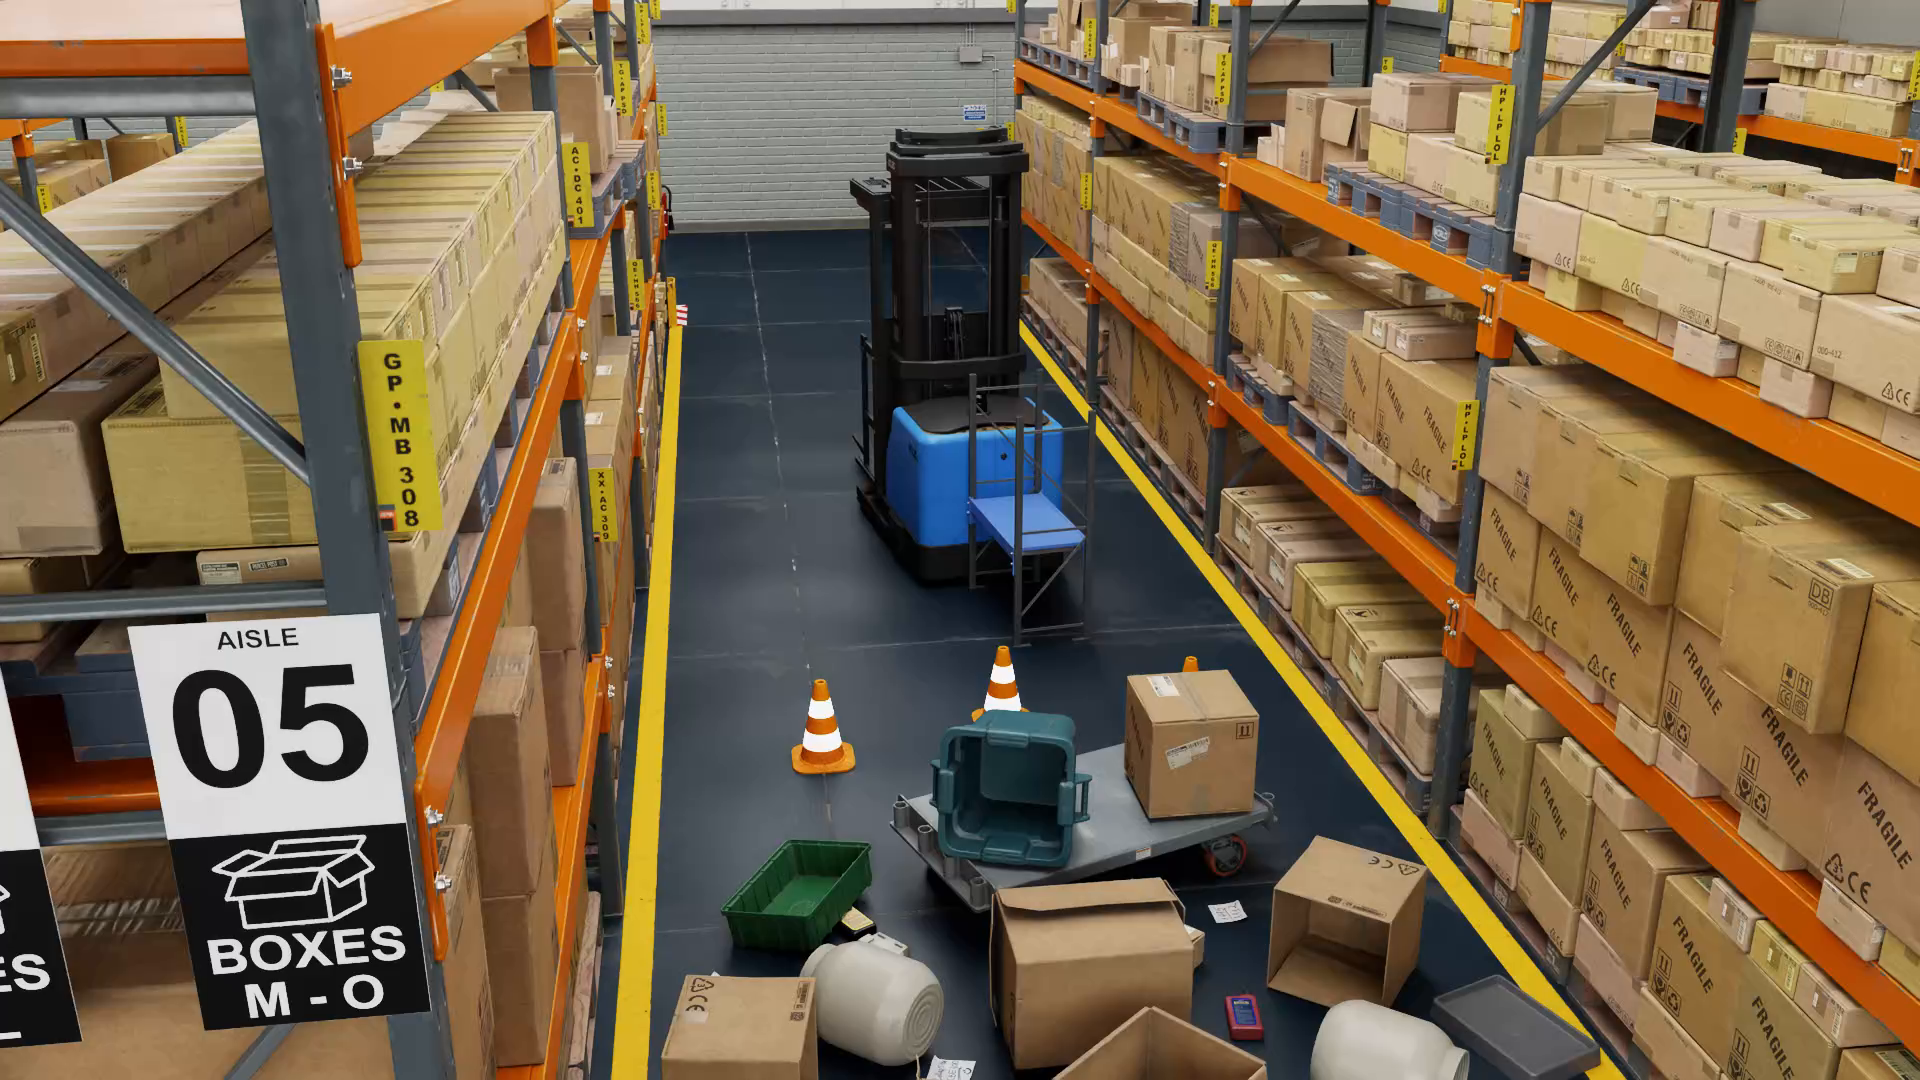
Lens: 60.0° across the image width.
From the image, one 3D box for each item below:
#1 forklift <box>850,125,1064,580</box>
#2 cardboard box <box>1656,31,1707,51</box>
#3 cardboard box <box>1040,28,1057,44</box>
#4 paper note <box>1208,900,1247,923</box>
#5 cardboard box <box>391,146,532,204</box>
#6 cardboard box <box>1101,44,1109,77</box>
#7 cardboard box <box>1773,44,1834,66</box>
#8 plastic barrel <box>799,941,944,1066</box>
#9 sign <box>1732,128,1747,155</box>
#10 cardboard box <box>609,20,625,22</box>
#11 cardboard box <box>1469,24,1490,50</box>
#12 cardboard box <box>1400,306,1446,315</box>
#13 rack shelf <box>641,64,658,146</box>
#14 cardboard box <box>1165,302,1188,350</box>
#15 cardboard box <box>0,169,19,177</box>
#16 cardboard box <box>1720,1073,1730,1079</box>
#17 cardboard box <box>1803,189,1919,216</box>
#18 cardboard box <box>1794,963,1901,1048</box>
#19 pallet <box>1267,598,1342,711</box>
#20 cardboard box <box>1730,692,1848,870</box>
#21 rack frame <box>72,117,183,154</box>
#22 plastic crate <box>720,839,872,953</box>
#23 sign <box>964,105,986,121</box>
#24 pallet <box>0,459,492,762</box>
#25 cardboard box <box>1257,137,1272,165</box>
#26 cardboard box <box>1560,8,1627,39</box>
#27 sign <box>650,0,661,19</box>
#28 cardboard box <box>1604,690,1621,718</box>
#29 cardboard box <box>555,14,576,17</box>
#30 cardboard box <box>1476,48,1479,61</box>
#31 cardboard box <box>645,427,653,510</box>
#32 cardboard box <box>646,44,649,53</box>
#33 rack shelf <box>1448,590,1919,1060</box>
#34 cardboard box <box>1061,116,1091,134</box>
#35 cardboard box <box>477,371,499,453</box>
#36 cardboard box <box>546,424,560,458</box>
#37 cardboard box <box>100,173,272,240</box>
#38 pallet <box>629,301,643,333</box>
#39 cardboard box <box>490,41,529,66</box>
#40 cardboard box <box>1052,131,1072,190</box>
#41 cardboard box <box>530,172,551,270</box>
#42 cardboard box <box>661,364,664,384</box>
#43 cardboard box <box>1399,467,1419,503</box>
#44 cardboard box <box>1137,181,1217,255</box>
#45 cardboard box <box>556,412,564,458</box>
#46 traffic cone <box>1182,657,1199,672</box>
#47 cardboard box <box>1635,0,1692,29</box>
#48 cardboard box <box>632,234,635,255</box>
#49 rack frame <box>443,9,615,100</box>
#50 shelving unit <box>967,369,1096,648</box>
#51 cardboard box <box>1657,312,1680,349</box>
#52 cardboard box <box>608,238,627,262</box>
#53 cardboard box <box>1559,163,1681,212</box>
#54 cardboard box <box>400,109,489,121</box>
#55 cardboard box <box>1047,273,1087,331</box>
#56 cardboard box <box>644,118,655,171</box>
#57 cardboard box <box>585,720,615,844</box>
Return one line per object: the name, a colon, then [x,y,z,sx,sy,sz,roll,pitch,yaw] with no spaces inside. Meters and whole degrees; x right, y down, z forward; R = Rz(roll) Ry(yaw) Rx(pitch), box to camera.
forklift: [-0.170,-1.585,12.271,1.130,2.935,3.031,-6,21,-15]
cardboard box: [6.311,-4.348,14.473,0.380,0.149,0.250,-3,21,-9]
cardboard box: [1.040,-5.258,17.334,0.380,0.149,0.250,-2,21,-6]
paper note: [1.228,1.700,7.620,0.148,0.019,0.142,-3,21,-8]
cardboard box: [-1.529,-1.119,5.113,0.380,0.149,0.250,-3,21,-8]
cardboard box: [1.413,-4.078,14.152,0.396,0.266,0.258,-3,21,-8]
cardboard box: [6.645,-3.811,13.065,0.380,0.149,0.250,-3,21,-8]
plastic barrel: [-0.362,1.847,6.666,0.512,0.421,0.421,12,24,30]
sign: [3.376,-1.637,7.287,0.100,0.325,0.005,-3,21,-8]
cardboard box: [-3.005,-4.410,14.379,0.380,0.149,0.250,-4,21,-10]
cardboard box: [5.909,-5.498,18.153,0.500,0.250,0.500,-3,21,-7]
cardboard box: [2.841,-1.042,9.551,0.500,0.500,0.500,-4,21,-10]
rack shelf: [-3.485,-4.206,15.931,1.077,0.370,4.000,-3,21,-8]
cardboard box: [1.844,-1.613,12.461,0.500,0.250,0.500,-3,21,-7]
cardboard box: [-8.519,-2.970,14.598,0.500,0.500,0.500,-3,21,-7]
cardboard box: [2.967,2.070,5.716,0.500,0.250,0.500,-3,21,-8]
cardboard box: [3.267,-1.162,5.974,0.380,0.149,0.250,-3,21,-9]
cardboard box: [2.924,1.473,5.316,0.380,0.149,0.250,-2,21,-6]
pallet: [2.547,0.653,10.165,1.003,0.211,1.213,-3,21,-8]
cardboard box: [2.930,0.718,5.439,0.500,0.500,0.500,-3,21,-8]
rack frame: [-8.696,-3.615,17.608,1.000,3.000,0.127,-3,21,-8]
plastic crate: [-0.722,1.609,7.558,0.450,0.188,0.662,-2,18,24]
sign: [0.218,-6.211,24.173,0.327,0.218,0.001,-3,21,-8]
pallet: [-1.584,0.090,3.529,1.003,0.211,1.213,-3,21,-8]
cardboard box: [2.141,-2.515,10.734,0.380,0.149,0.250,-3,21,-8]
cardboard box: [6.205,-5.028,16.178,0.500,0.250,0.500,-3,21,-9]
sign: [-3.221,-5.671,17.561,0.100,0.325,0.005,-3,21,-8]
cardboard box: [2.795,0.636,6.584,0.380,0.149,0.250,-3,21,-8]
cardboard box: [-3.724,-4.742,15.269,0.380,0.149,0.250,-3,21,-8]
cardboard box: [5.921,-5.353,18.332,0.380,0.149,0.250,-3,21,-8]
cardboard box: [-2.546,-0.518,12.288,0.500,0.500,0.500,-3,21,-7]
cardboard box: [-3.309,-4.898,16.256,0.500,0.250,0.500,-3,21,-7]
rack shelf: [3.128,1.069,6.094,1.077,0.370,4.000,-3,21,-8]
cardboard box: [1.206,-4.085,16.368,0.380,0.149,0.250,-3,21,-9]
cardboard box: [-1.345,-0.306,4.077,0.380,0.149,0.250,-3,21,-8]
cardboard box: [-2.025,-0.122,6.498,0.875,0.550,0.550,-3,21,-8]
cardboard box: [-2.108,-0.910,4.555,0.380,0.149,0.250,-3,21,-8]
pallet: [-2.946,-1.654,12.631,1.003,0.211,1.213,-3,21,-8]
cardboard box: [-3.024,-3.175,10.905,0.396,0.266,0.258,-3,21,-8]
cardboard box: [1.198,-3.746,16.388,0.500,0.500,0.500,-3,21,-7]
cardboard box: [-1.646,-1.061,5.528,0.500,0.250,0.500,-3,21,-8]
cardboard box: [-2.970,-1.541,15.529,0.380,0.149,0.250,-2,21,-6]
cardboard box: [2.472,-0.296,8.479,0.380,0.149,0.250,-4,21,-9]
cardboard box: [1.717,-2.551,13.187,0.500,0.500,0.500,-3,21,-9]
cardboard box: [-2.121,-0.362,7.327,0.700,0.500,0.500,-3,21,-9]
traffic cone: [1.276,0.870,9.226,0.336,0.463,0.334,-3,21,-8]
cardboard box: [6.296,-4.724,14.889,0.396,0.266,0.258,-3,21,-8]
cardboard box: [-2.905,-2.445,13.808,0.380,0.149,0.250,-3,21,-7]
rack frame: [-2.620,-3.871,9.718,1.000,3.000,0.127,-3,21,-8]
shelving unit: [0.440,-0.226,10.677,0.538,1.500,1.048,-6,21,-15]
cardboard box: [2.794,-0.772,6.067,0.380,0.149,0.250,-4,21,-9]
cardboard box: [-2.759,-2.223,12.788,0.380,0.149,0.250,-4,21,-10]
cardboard box: [2.629,-1.407,6.628,0.380,0.149,0.250,-2,21,-6]
cardboard box: [-2.587,-2.054,8.527,0.500,0.311,0.500,-3,21,-9]
cardboard box: [1.445,-2.571,17.875,0.875,0.438,0.875,-2,21,-6]
cardboard box: [-3.225,-3.801,16.108,0.500,0.500,0.500,-4,21,-10]
cardboard box: [-2.222,0.971,7.943,1.050,0.750,0.750,-3,21,-8]
